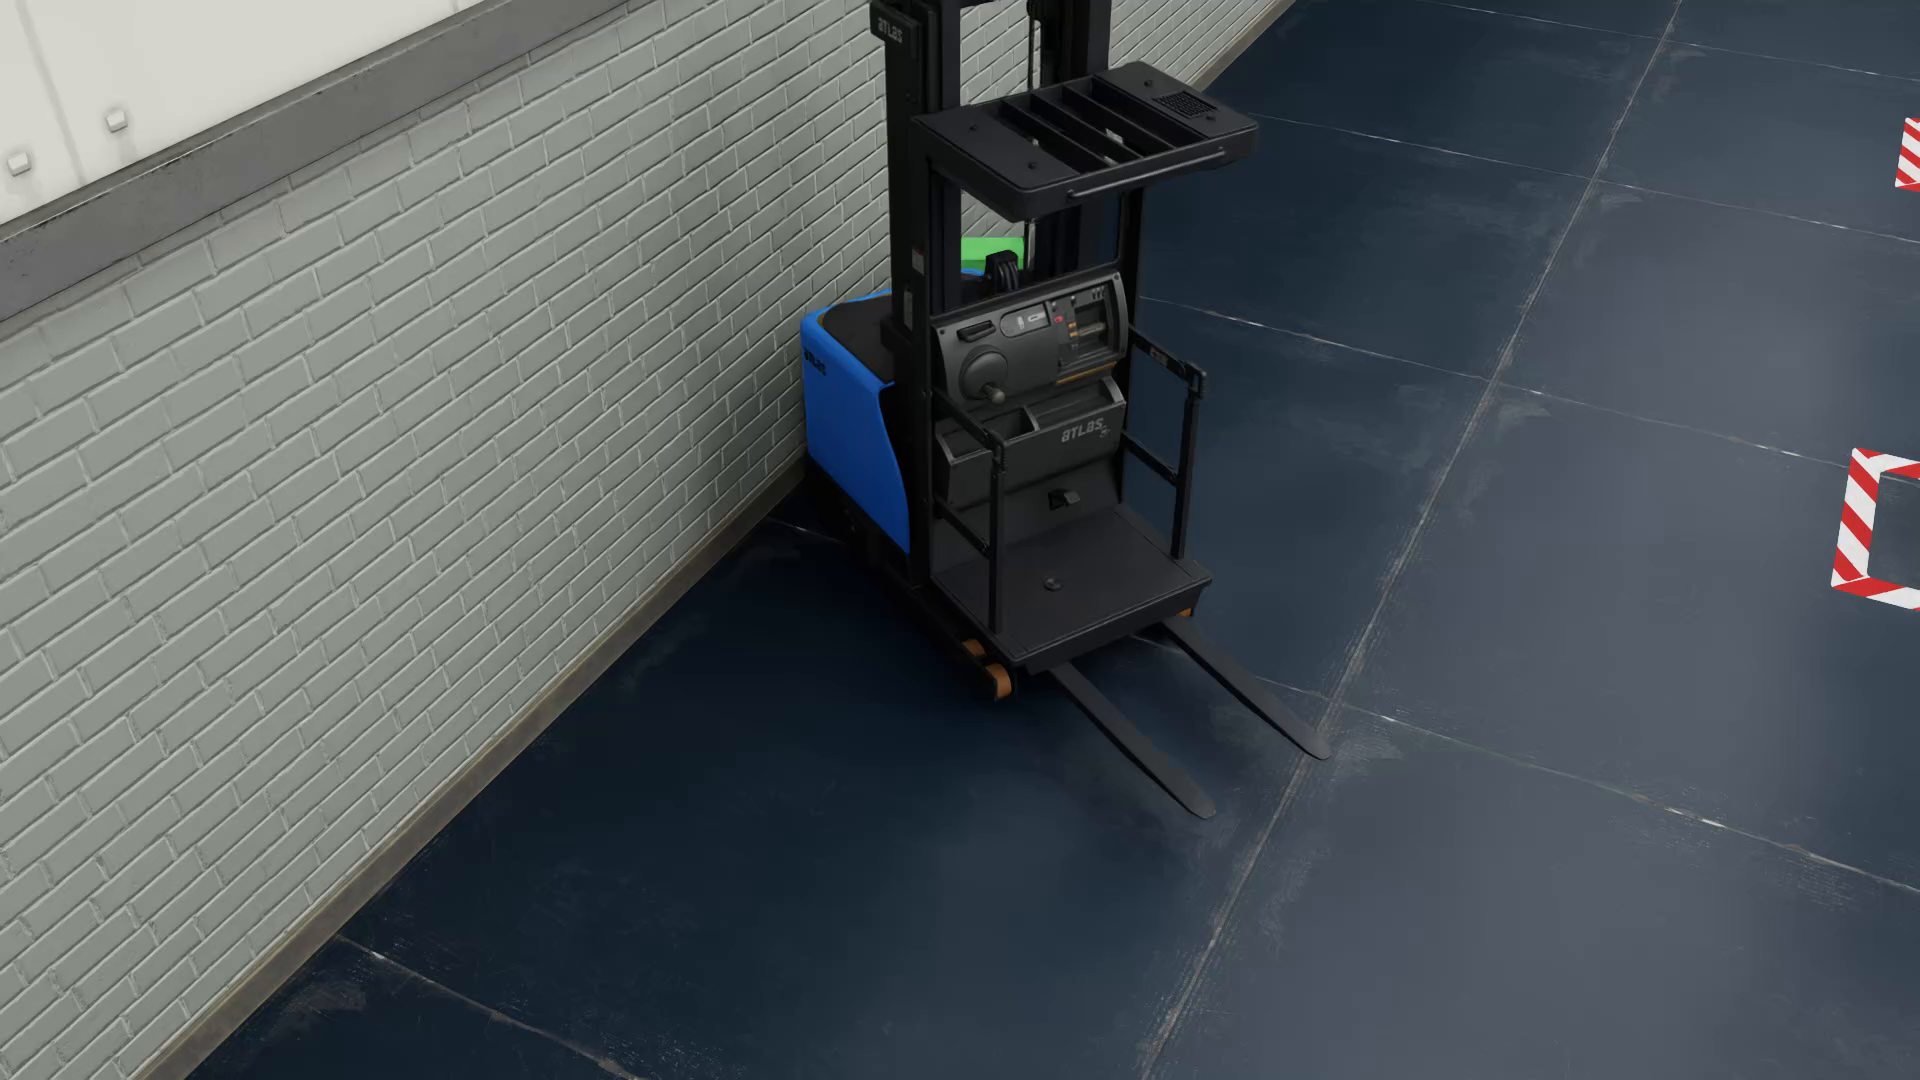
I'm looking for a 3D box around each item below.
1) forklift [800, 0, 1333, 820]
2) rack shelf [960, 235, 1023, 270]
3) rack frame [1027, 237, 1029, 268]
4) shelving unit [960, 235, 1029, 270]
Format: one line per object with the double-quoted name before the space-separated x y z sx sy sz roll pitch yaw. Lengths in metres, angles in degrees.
"forklift" 0.429 -0.785 6.880 1.130 2.935 3.031 -21 42 -25
"rack shelf" 0.092 -1.430 8.474 0.480 0.148 0.258 0 37 -1
"rack frame" 0.336 -1.101 8.728 0.015 1.200 0.240 0 37 -1
"shelving unit" 0.092 -1.099 8.725 0.503 1.200 0.258 0 37 -1
